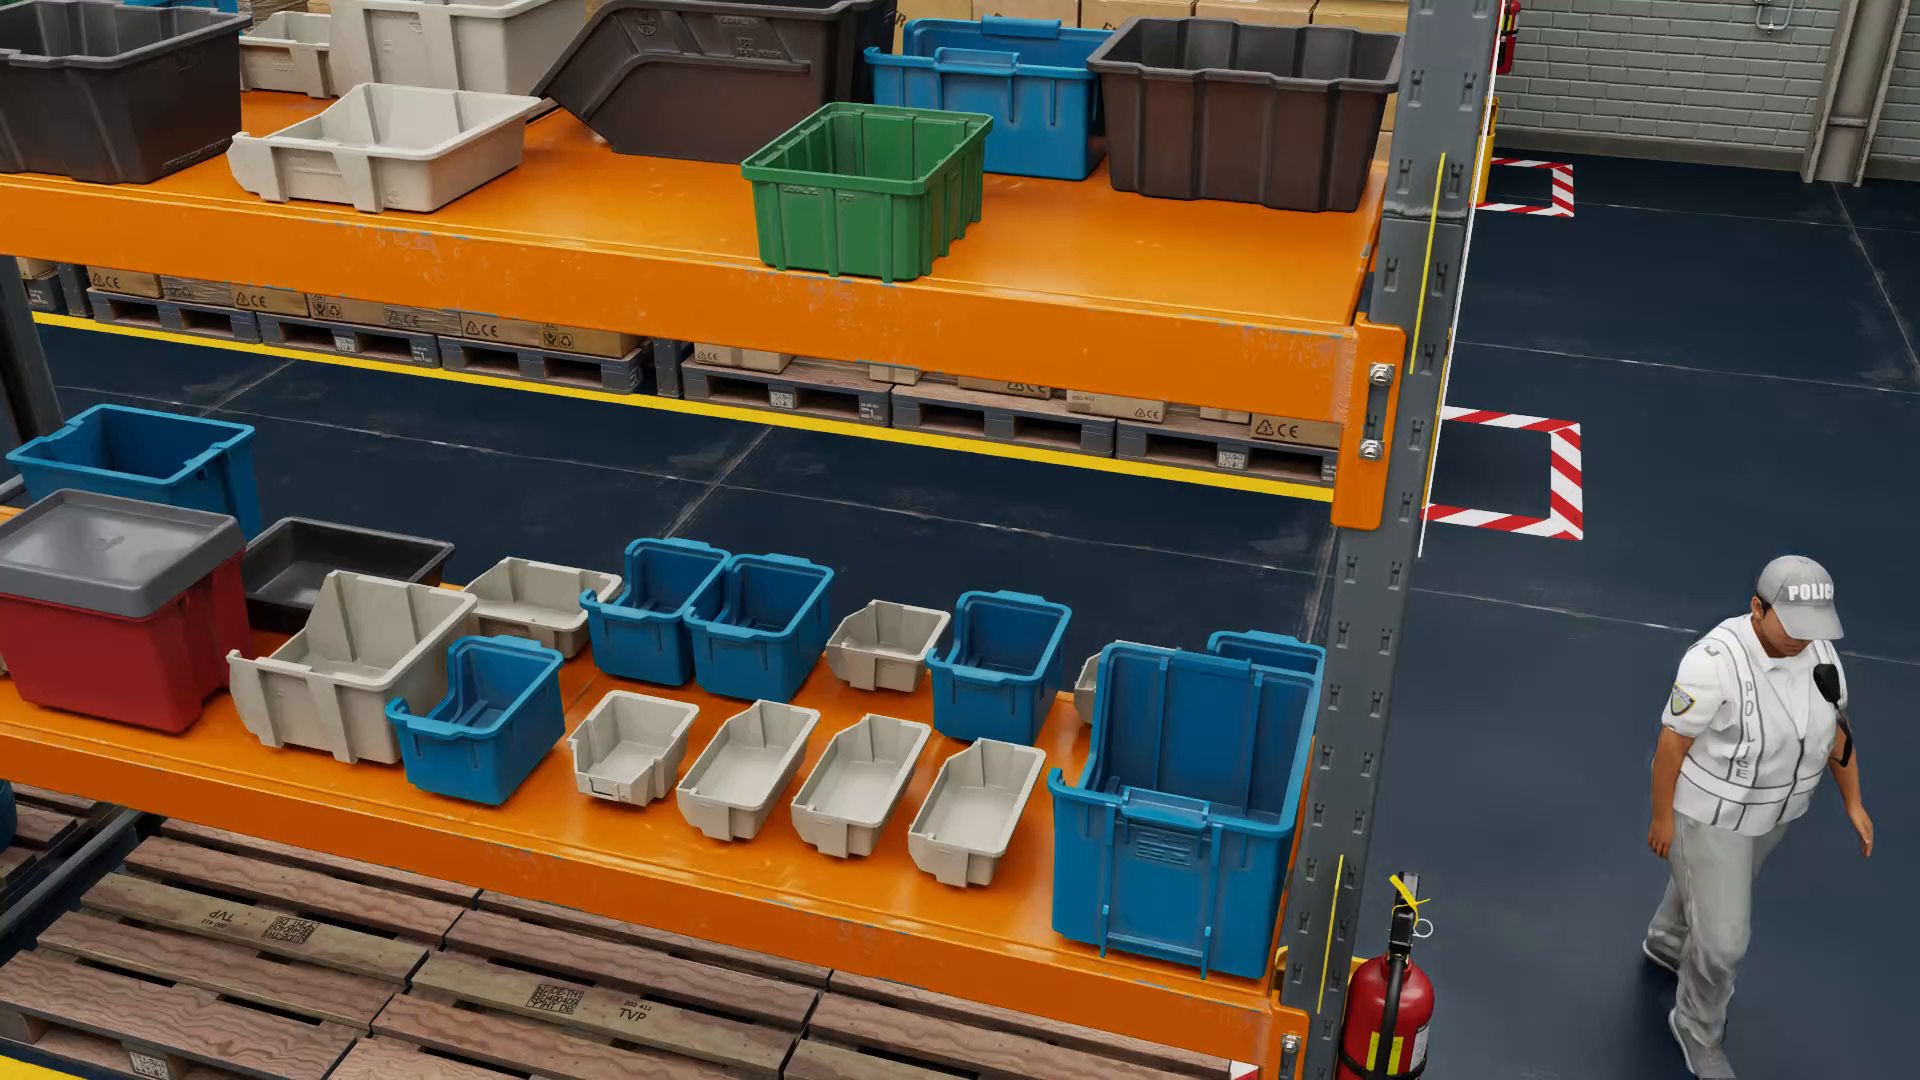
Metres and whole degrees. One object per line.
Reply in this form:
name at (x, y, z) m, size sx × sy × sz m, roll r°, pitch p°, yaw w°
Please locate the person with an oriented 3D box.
person at (2.234, 0.795, 4.761) m, size 0.553 × 1.731 × 0.556 m, roll -11°, pitch 31°, yaw -19°
